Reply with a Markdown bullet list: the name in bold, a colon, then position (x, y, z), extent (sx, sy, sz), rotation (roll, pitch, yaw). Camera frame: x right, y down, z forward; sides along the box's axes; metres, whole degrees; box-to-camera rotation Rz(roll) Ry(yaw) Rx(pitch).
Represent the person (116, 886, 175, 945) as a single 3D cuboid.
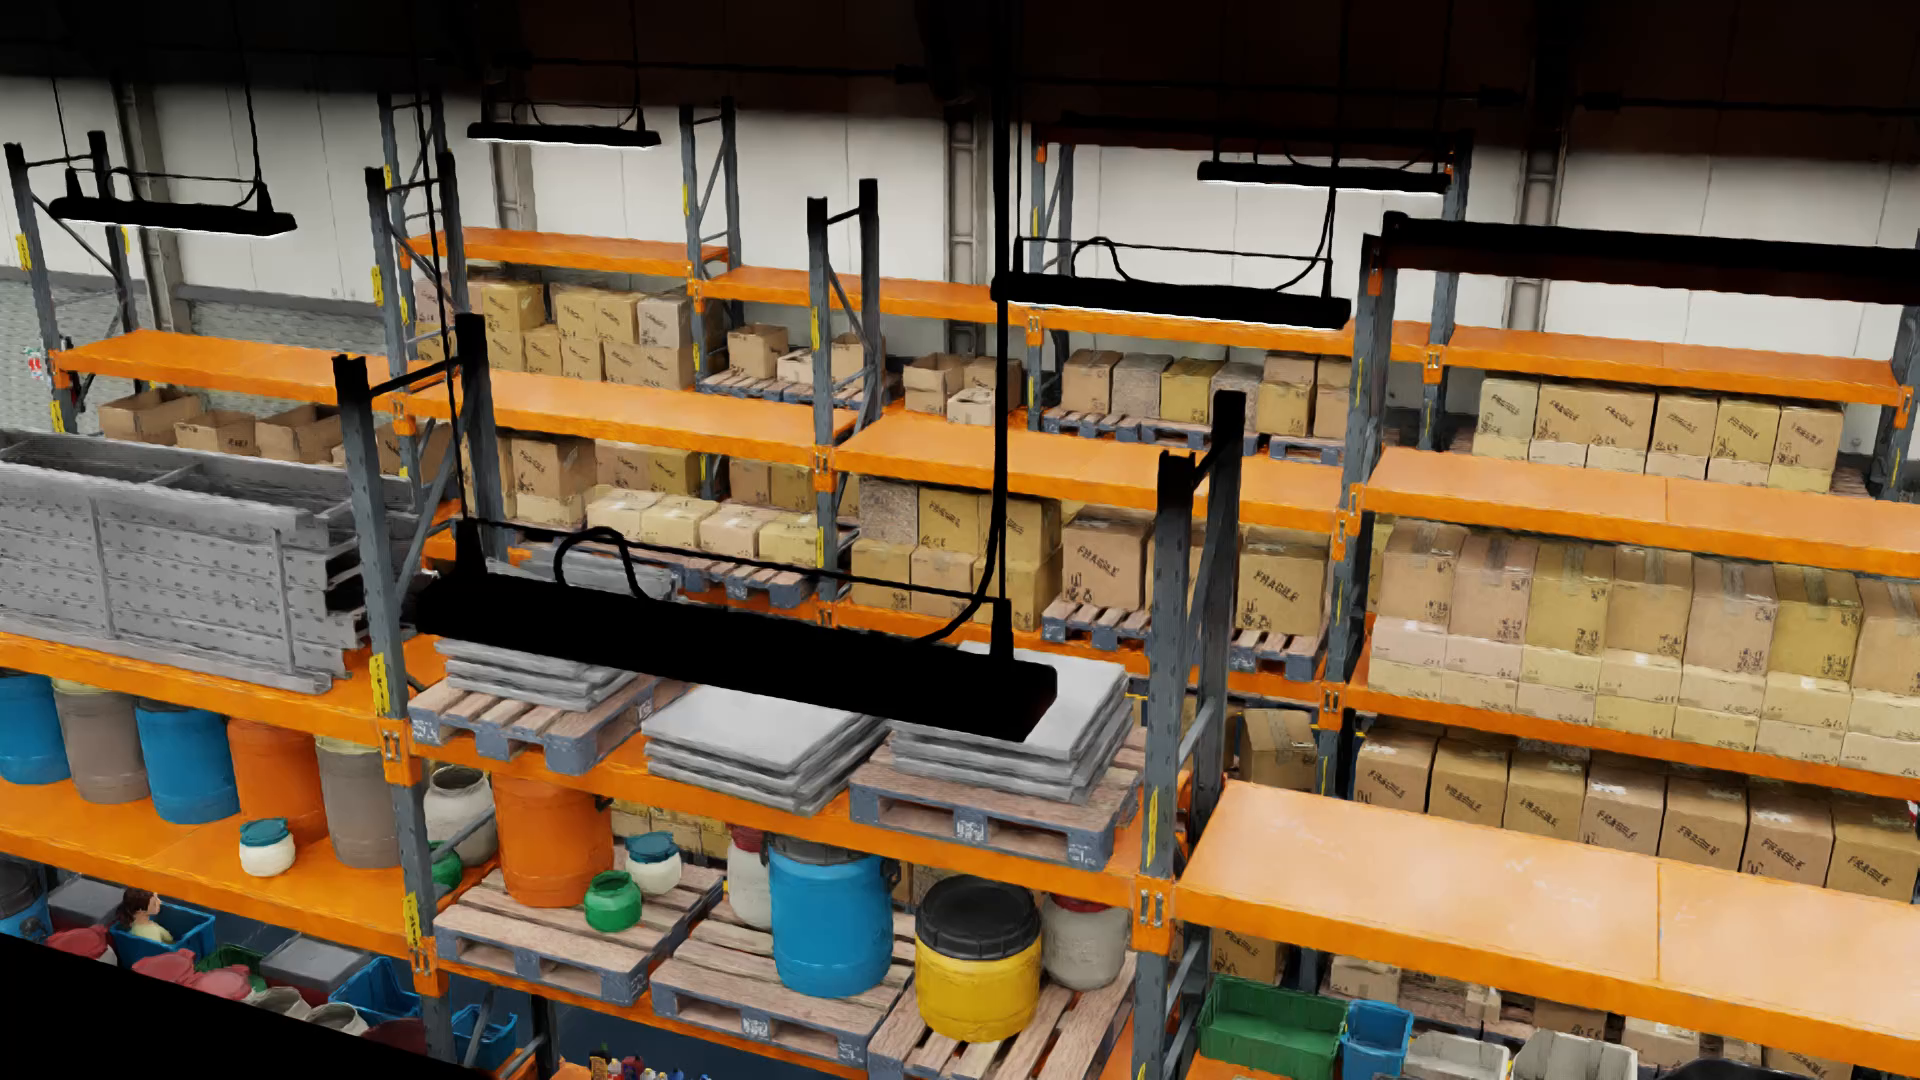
- **person**: position (-5.448, 3.063, 11.352), extent (0.589, 1.662, 0.573), rotation (13, 25, 31)
